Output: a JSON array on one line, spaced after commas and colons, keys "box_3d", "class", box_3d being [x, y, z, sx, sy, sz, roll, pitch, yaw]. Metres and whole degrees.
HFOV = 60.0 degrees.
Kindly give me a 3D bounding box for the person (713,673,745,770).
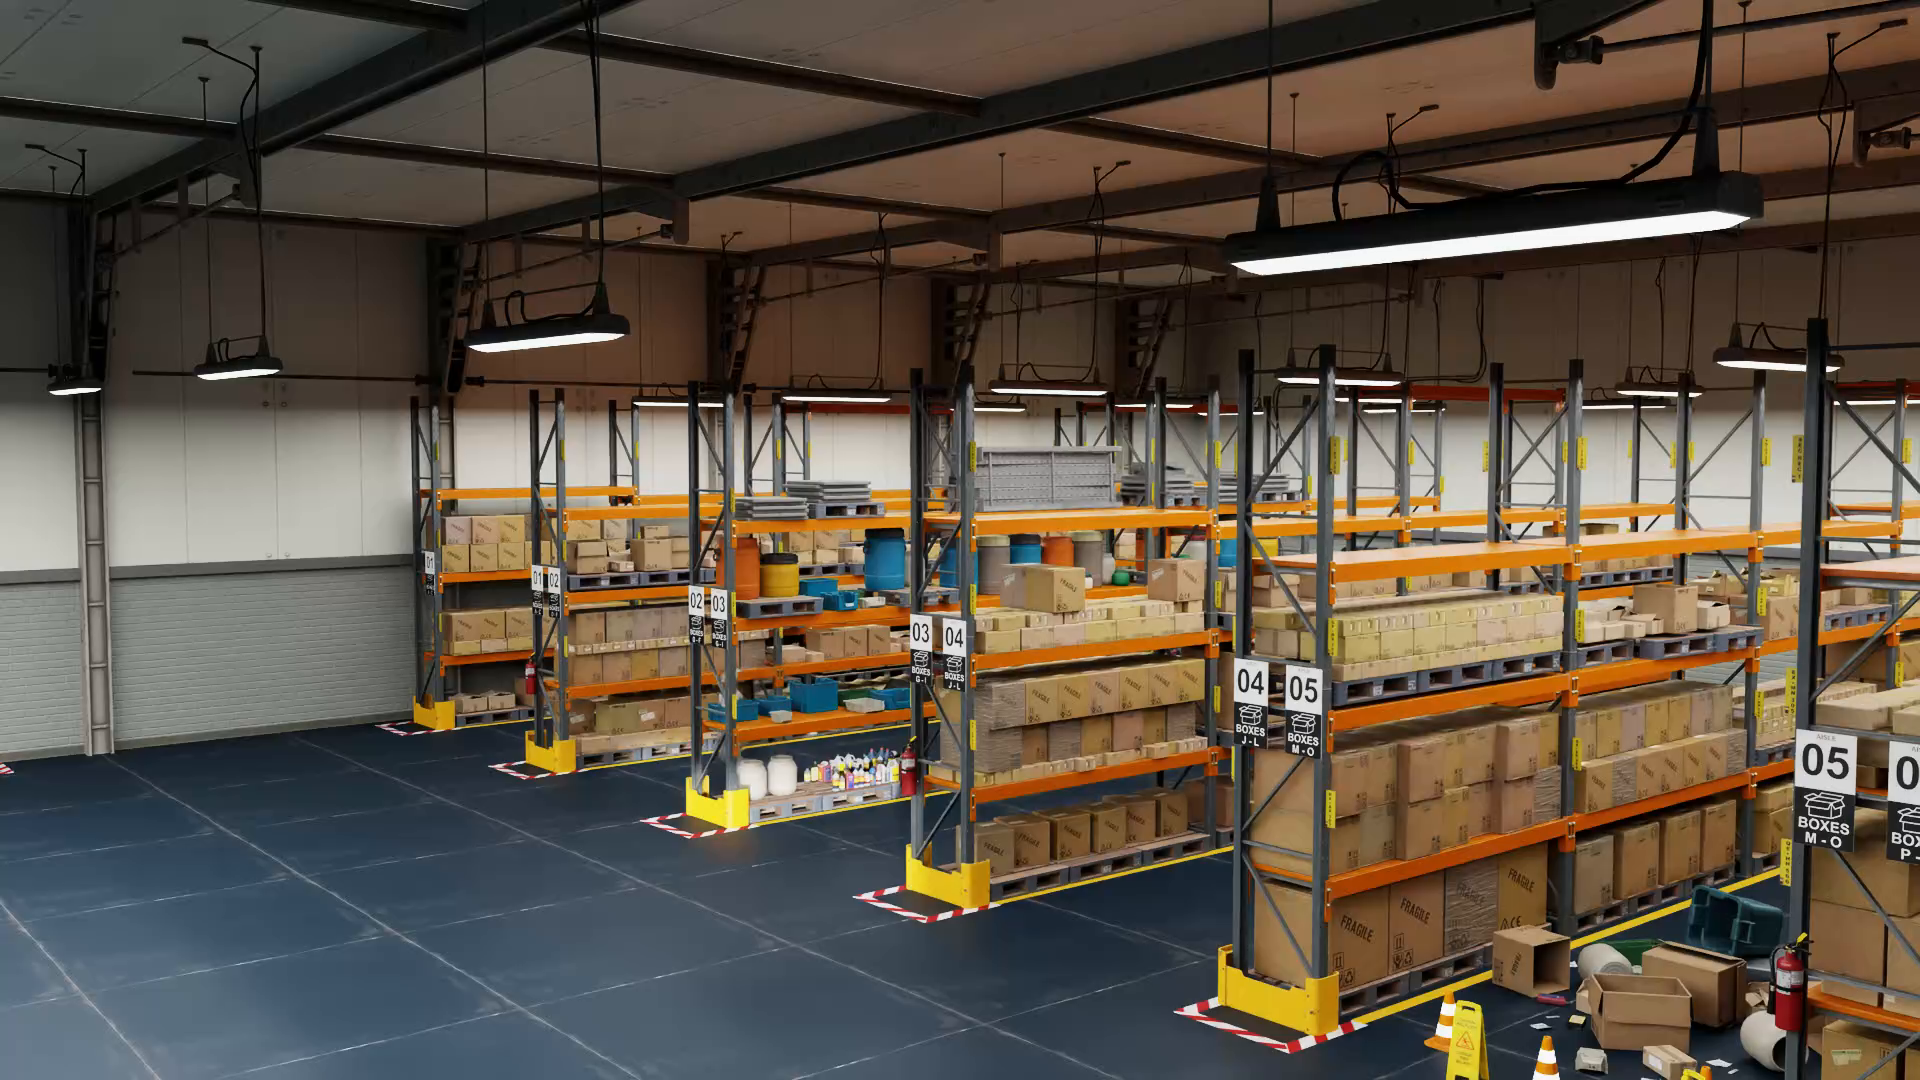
[{"box_3d": [-3.450, 2.819, 24.877, 0.812, 1.717, 0.694, -3, 4, -38], "class": "person"}]
